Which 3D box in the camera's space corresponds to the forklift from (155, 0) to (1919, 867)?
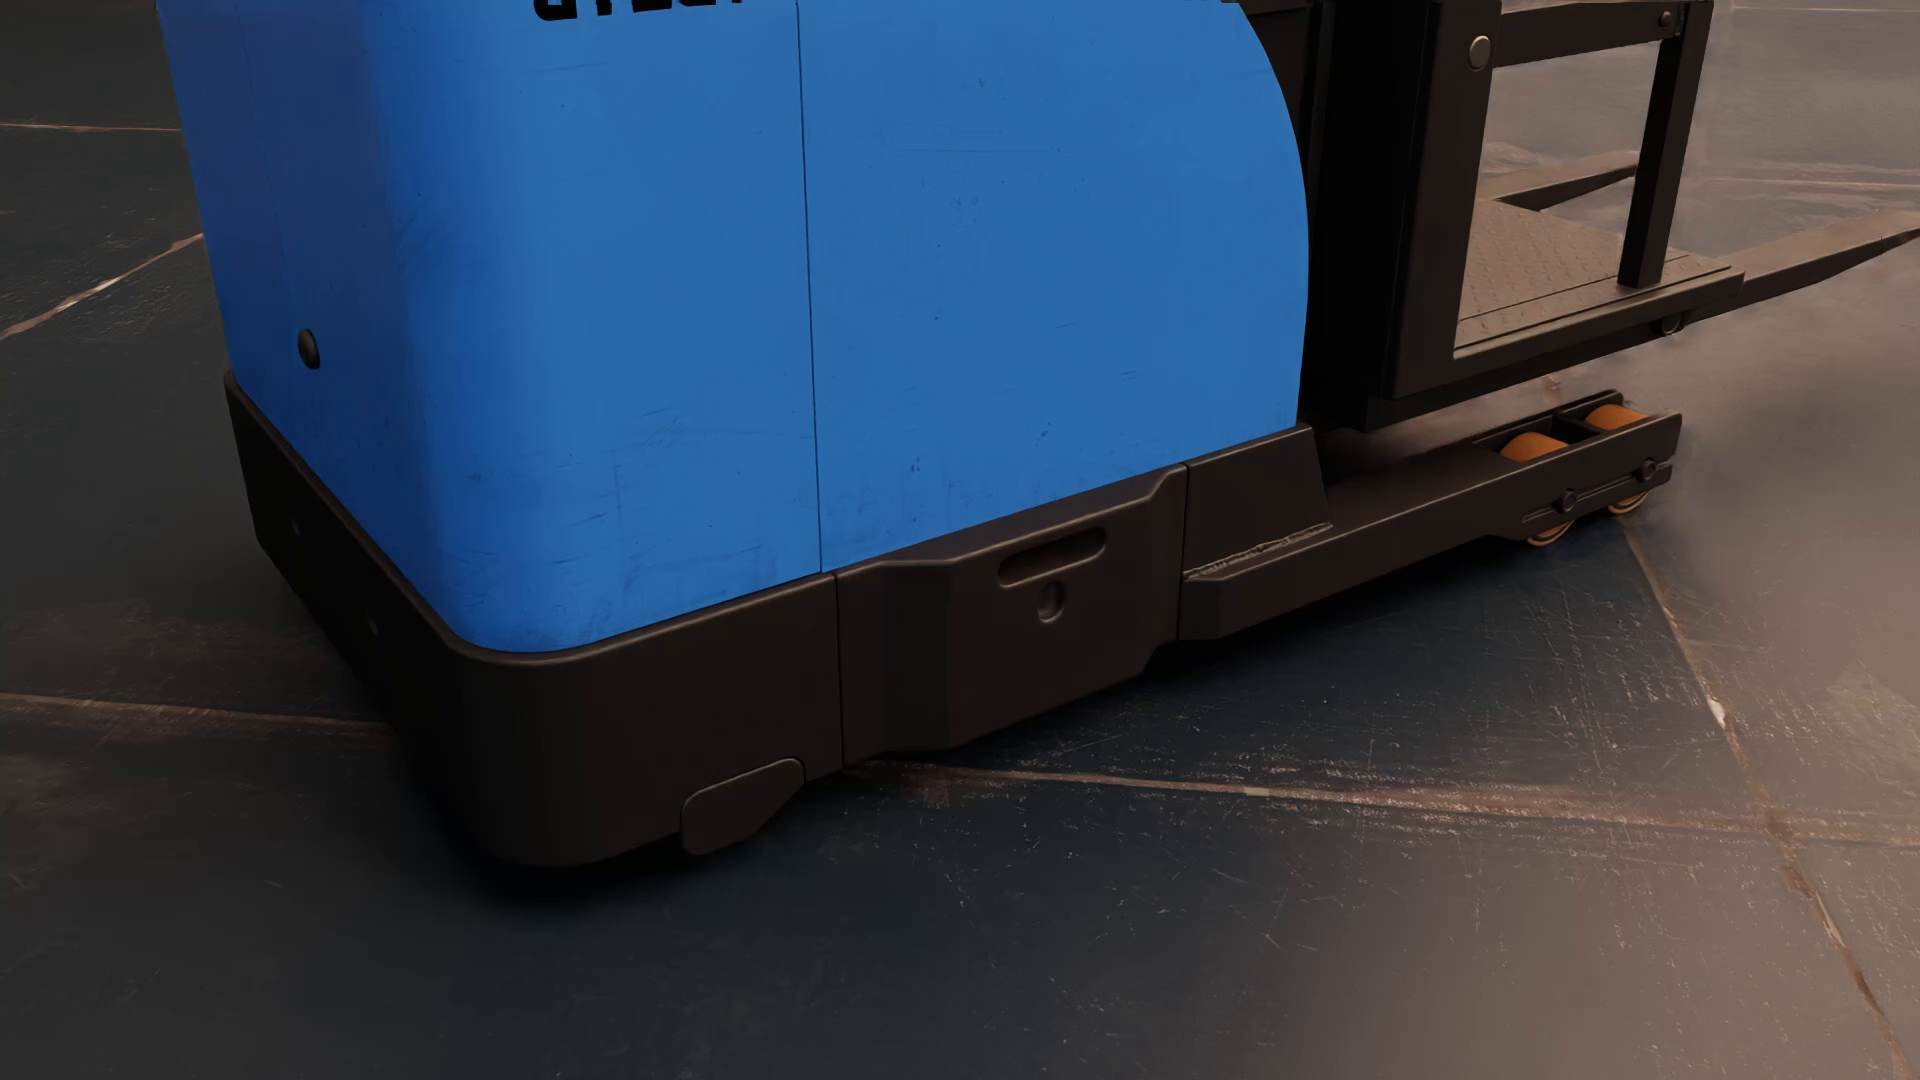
[{"bbox_3d":[0.498,-1.478,2.179,3.031,2.935,1.130,-17,31,-31],"label":"forklift"}]
